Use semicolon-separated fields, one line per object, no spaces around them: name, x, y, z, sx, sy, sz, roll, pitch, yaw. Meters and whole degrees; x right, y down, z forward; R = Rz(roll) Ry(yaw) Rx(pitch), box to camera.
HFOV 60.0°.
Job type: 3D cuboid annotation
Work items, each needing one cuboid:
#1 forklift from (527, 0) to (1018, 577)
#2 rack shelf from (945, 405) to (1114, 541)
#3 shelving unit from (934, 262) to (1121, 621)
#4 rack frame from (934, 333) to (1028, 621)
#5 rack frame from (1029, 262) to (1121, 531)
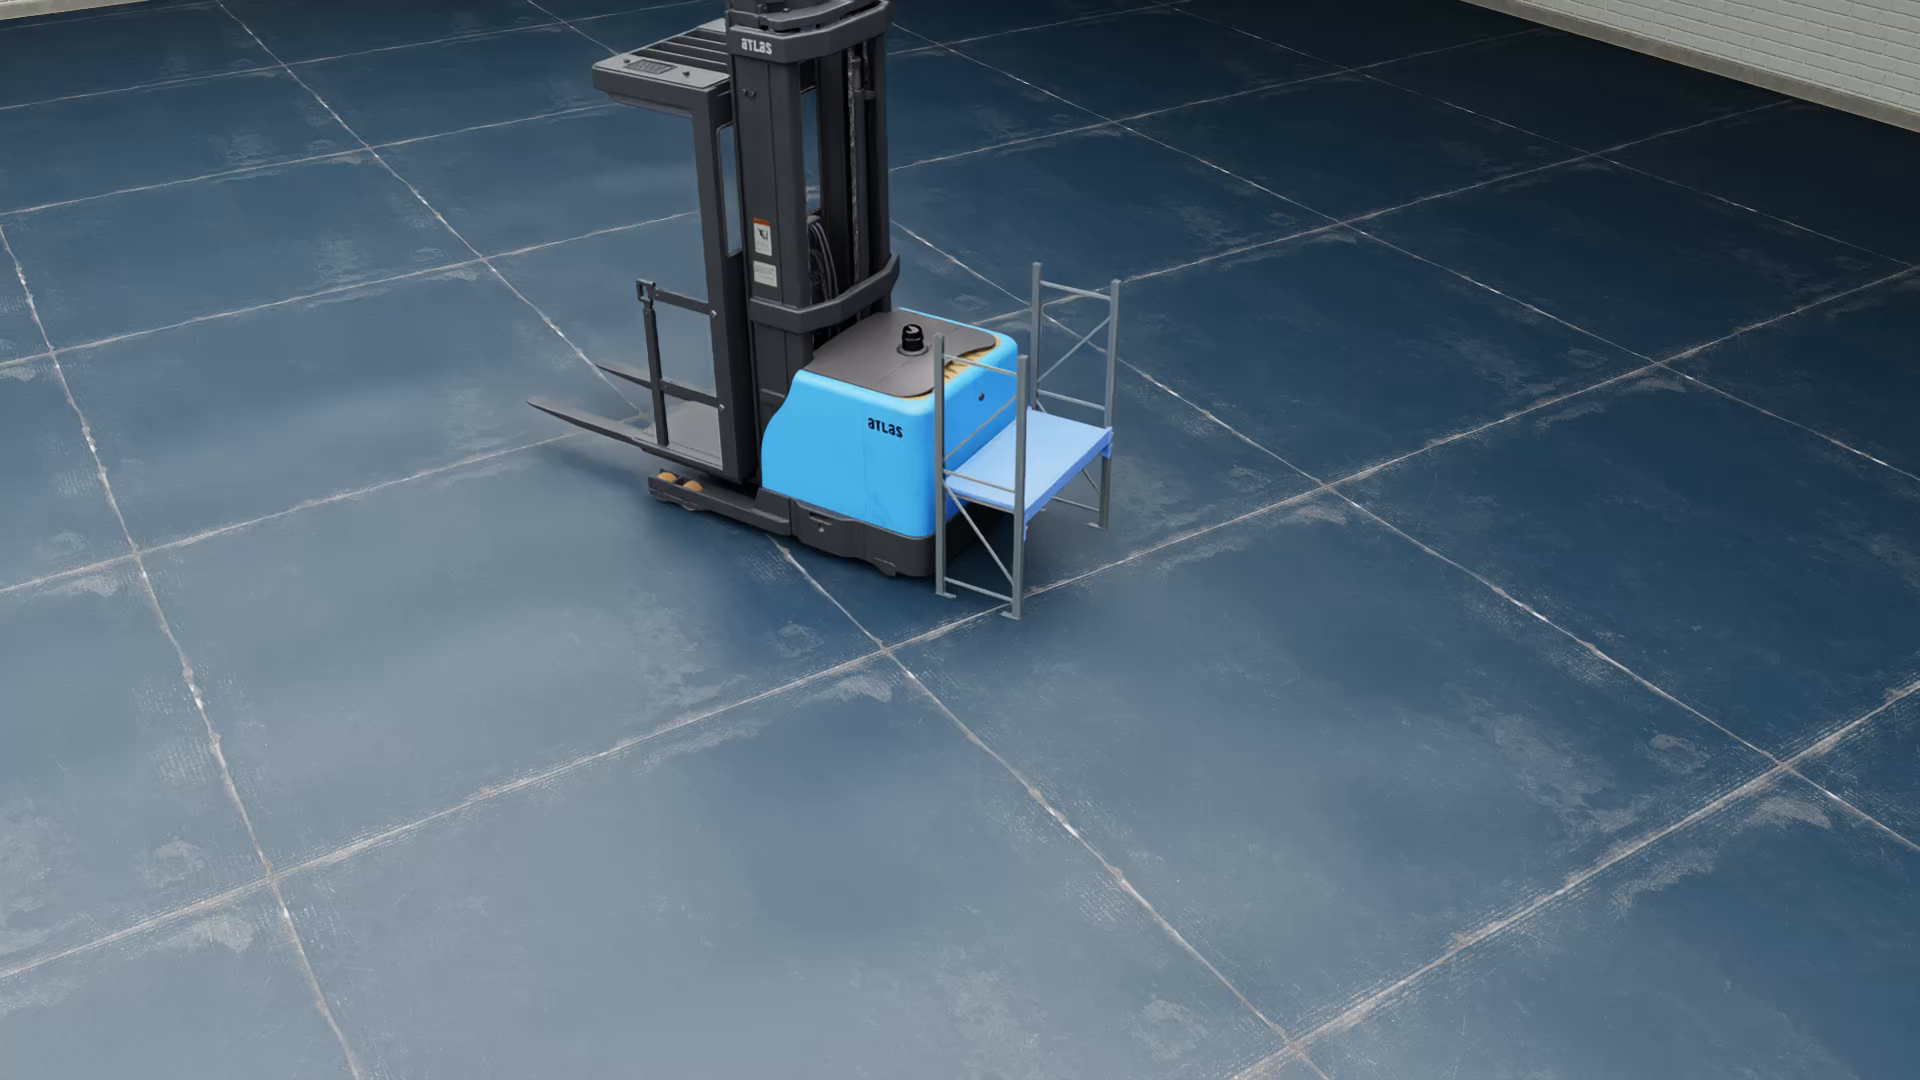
forklift;-1.195;-1.626;9.080;3.031;2.935;1.130;18;37;27
rack shelf;0.352;-0.371;8.770;0.538;0.185;1.000;17;36;25
shelving unit;0.352;-0.523;8.674;0.538;1.500;1.048;17;36;25
rack frame;0.098;-0.288;8.302;0.500;1.500;0.032;17;36;25
rack frame;0.606;-0.758;9.046;0.500;1.500;0.032;17;36;25
